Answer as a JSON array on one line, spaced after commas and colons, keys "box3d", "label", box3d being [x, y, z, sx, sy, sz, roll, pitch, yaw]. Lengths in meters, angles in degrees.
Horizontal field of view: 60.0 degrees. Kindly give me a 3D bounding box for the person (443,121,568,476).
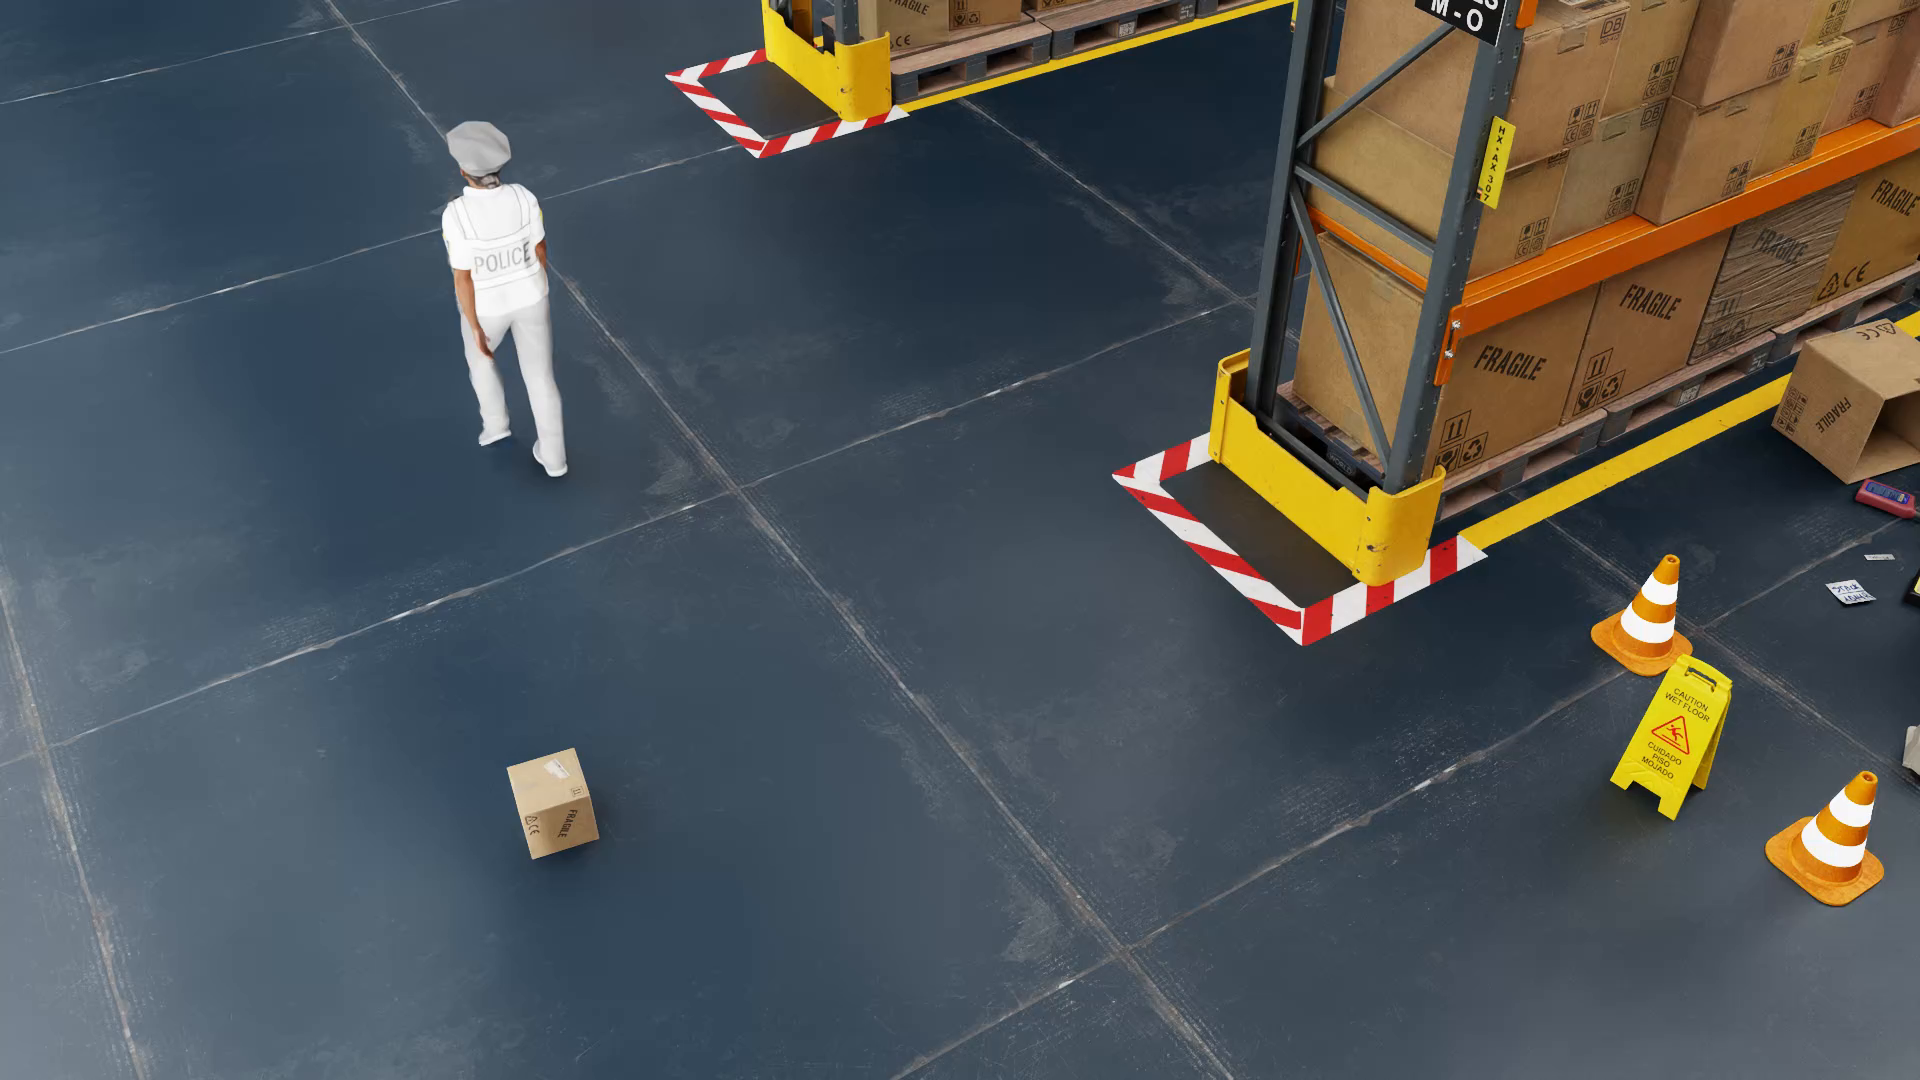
[{"box3d": [-2.007, -1.043, 7.361, 0.446, 1.759, 0.593, -20, 45, -21], "label": "person"}]
